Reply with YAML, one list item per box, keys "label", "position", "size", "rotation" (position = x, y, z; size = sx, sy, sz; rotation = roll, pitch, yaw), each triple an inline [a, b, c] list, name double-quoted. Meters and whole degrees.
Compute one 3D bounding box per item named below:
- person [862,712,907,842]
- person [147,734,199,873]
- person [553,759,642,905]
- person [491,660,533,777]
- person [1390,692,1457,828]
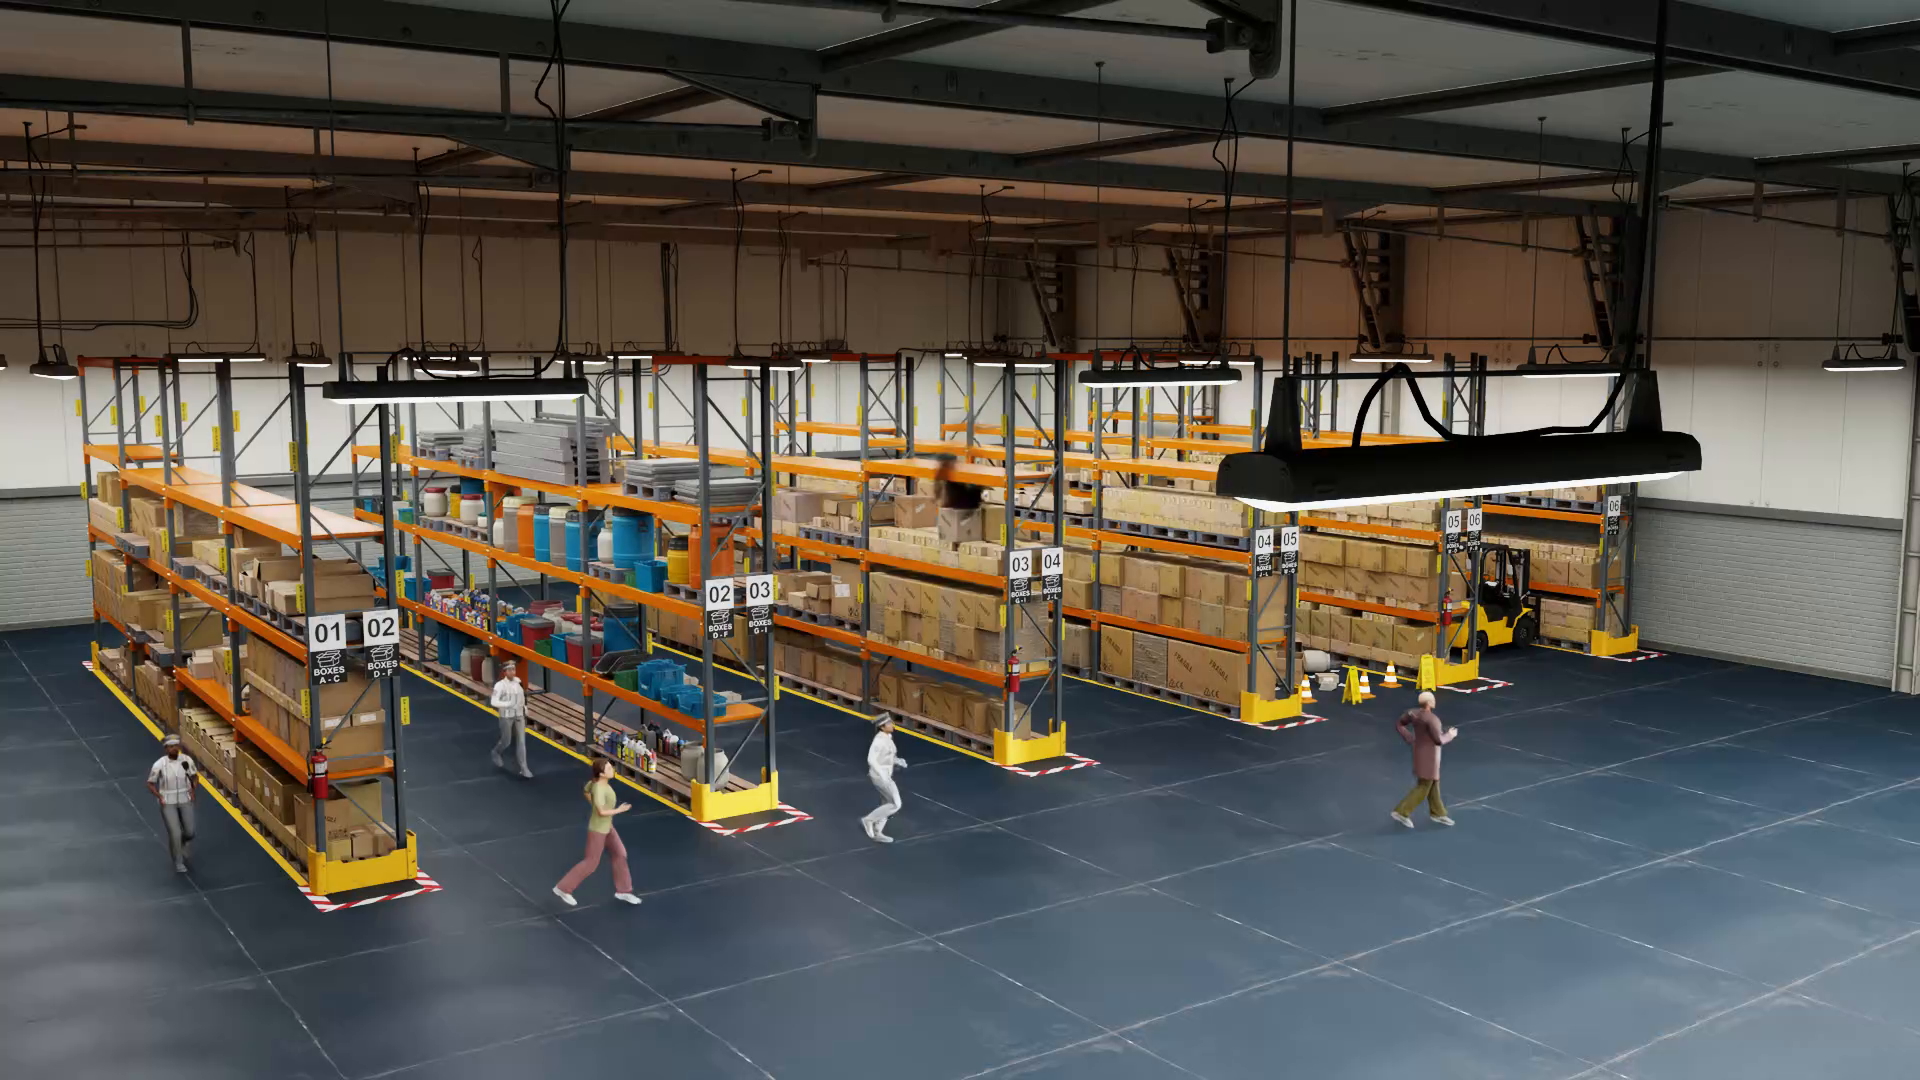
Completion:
- label: "person"
  position: [-0.950, 2.979, 20.960]
  size: [0.569, 1.669, 0.605]
  rotation: [0, 7, 0]
- label: "person"
  position: [-9.352, 3.115, 19.818]
  size: [0.574, 1.649, 0.530]
  rotation: [-5, 9, -36]
- label: "person"
  position: [-4.050, 3.264, 18.512]
  size: [0.954, 1.696, 0.583]
  rotation: [-1, 7, -7]
- label: "person"
  position: [-6.478, 2.550, 24.036]
  size: [0.617, 1.667, 0.958]
  rotation: [-7, 10, -44]
- label: "person"
  position: [5.985, 2.836, 21.365]
  size: [0.981, 1.804, 0.698]
  rotation: [-1, 7, -12]
